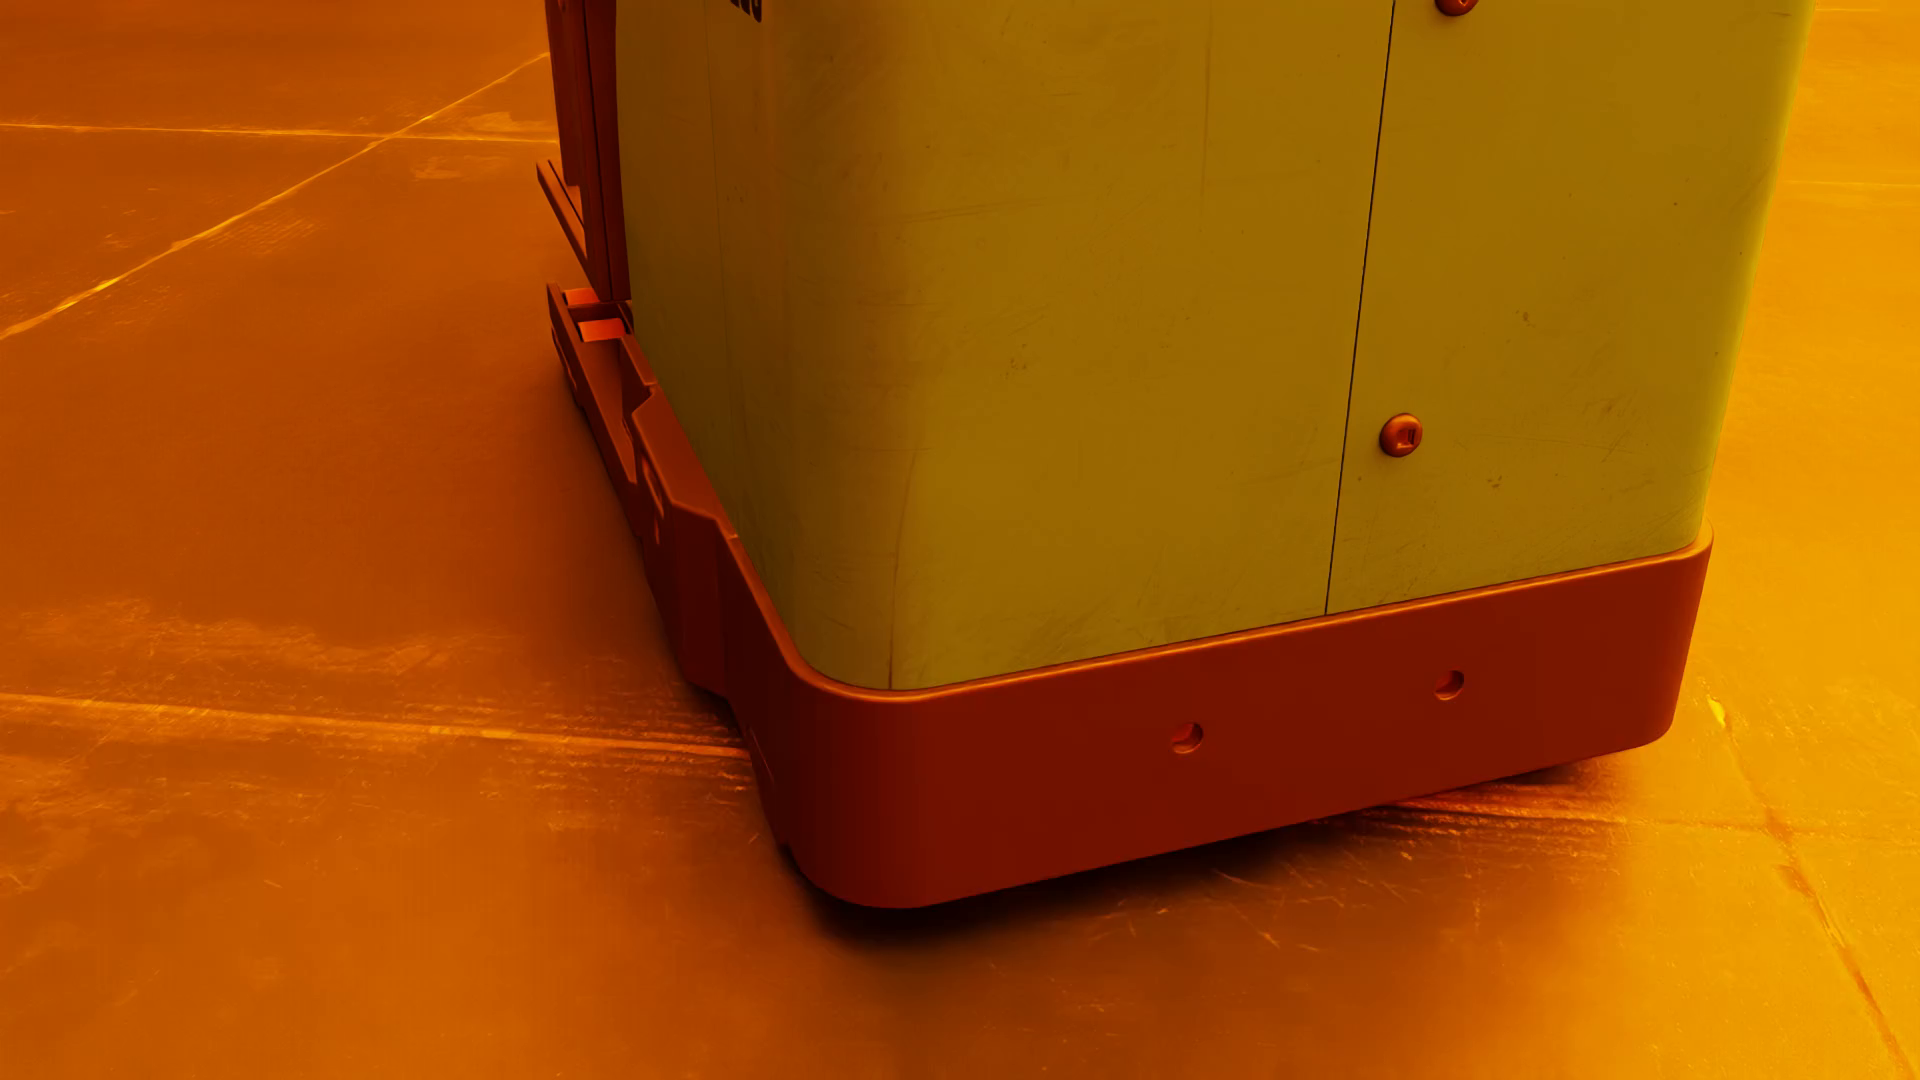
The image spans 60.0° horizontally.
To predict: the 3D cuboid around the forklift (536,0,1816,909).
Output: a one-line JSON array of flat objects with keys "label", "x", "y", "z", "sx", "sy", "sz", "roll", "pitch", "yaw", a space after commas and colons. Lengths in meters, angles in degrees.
[{"label": "forklift", "x": -0.133, "y": -1.590, "z": 2.403, "sx": 1.130, "sy": 2.935, "sz": 3.031, "roll": -9, "pitch": 28, "yaw": -17}]
